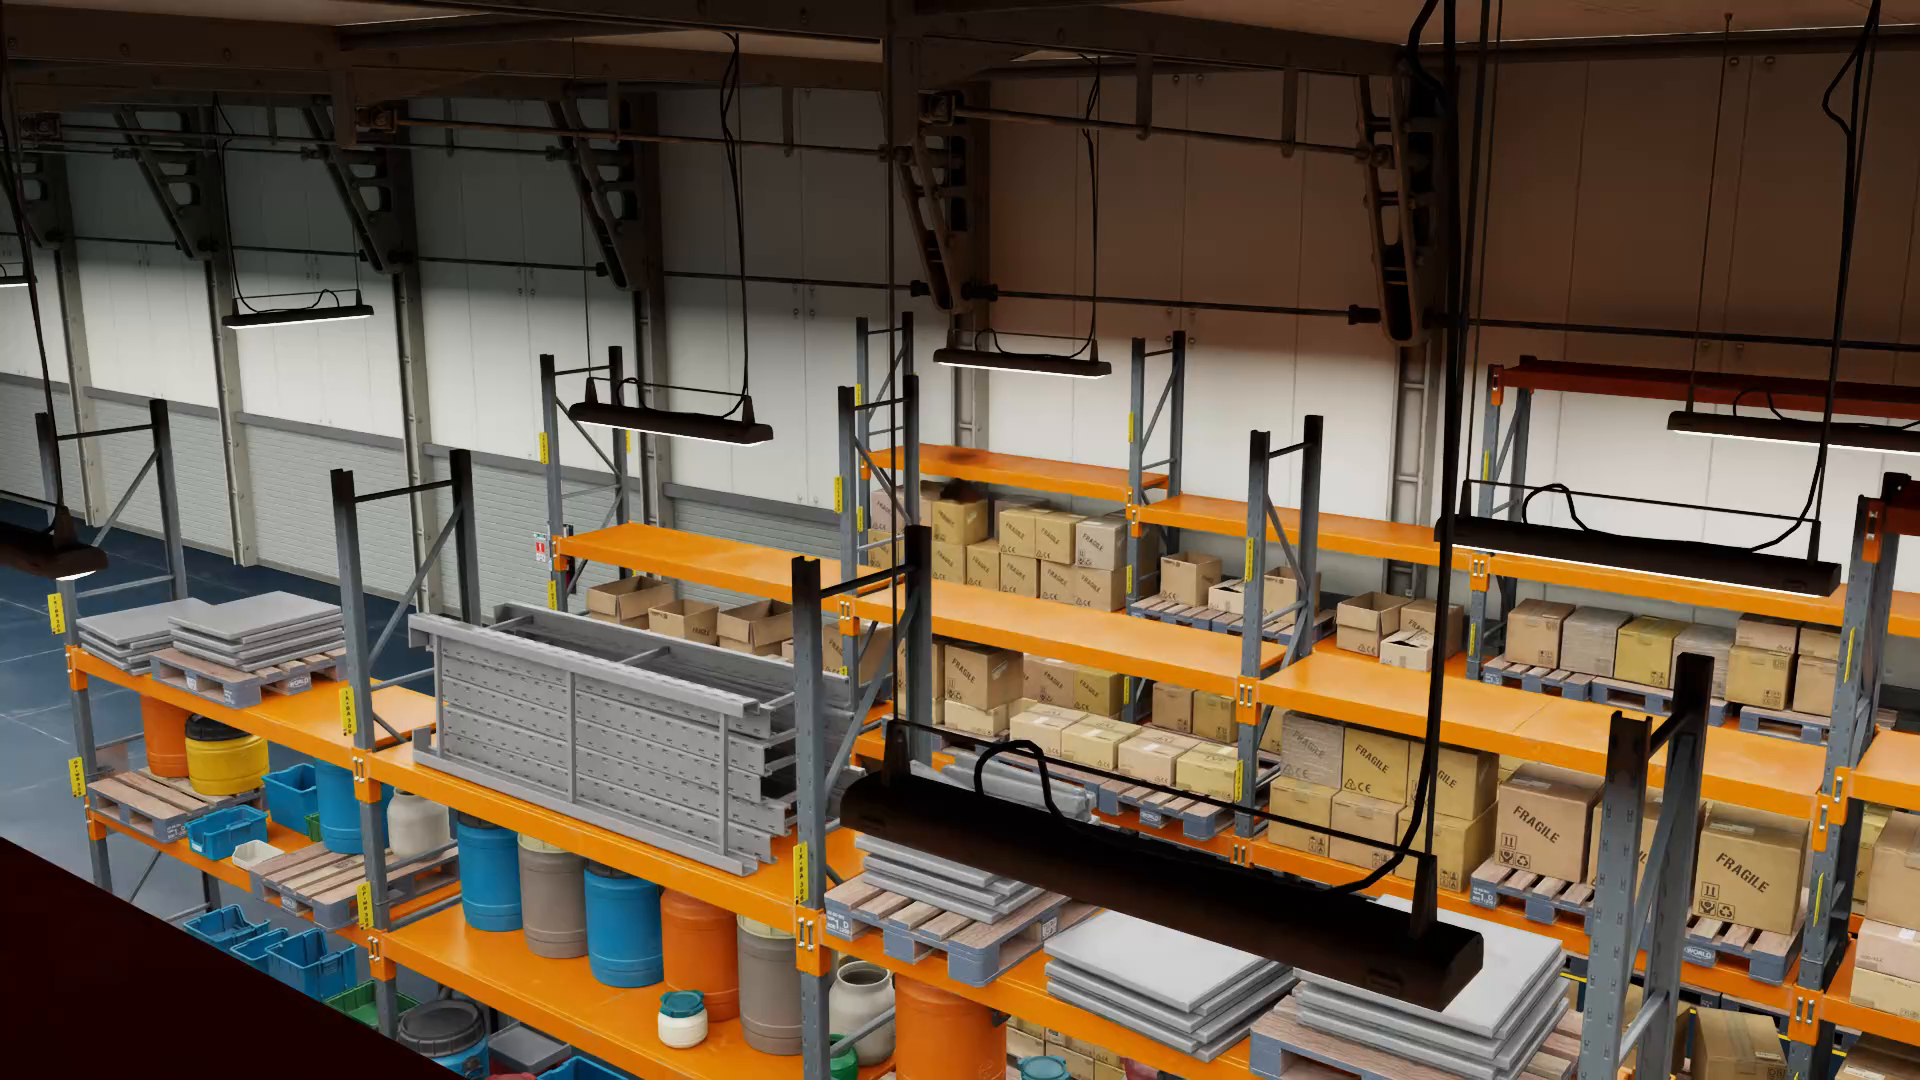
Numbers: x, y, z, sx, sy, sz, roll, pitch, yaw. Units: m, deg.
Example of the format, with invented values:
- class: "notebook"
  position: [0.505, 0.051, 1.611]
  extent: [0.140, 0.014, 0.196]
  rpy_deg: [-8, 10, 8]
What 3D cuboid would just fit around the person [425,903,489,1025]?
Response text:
- class: "person"
  position: [-4.572, 3.846, 15.046]
  extent: [0.622, 1.671, 0.352]
  rpy_deg: [2, 13, 7]
